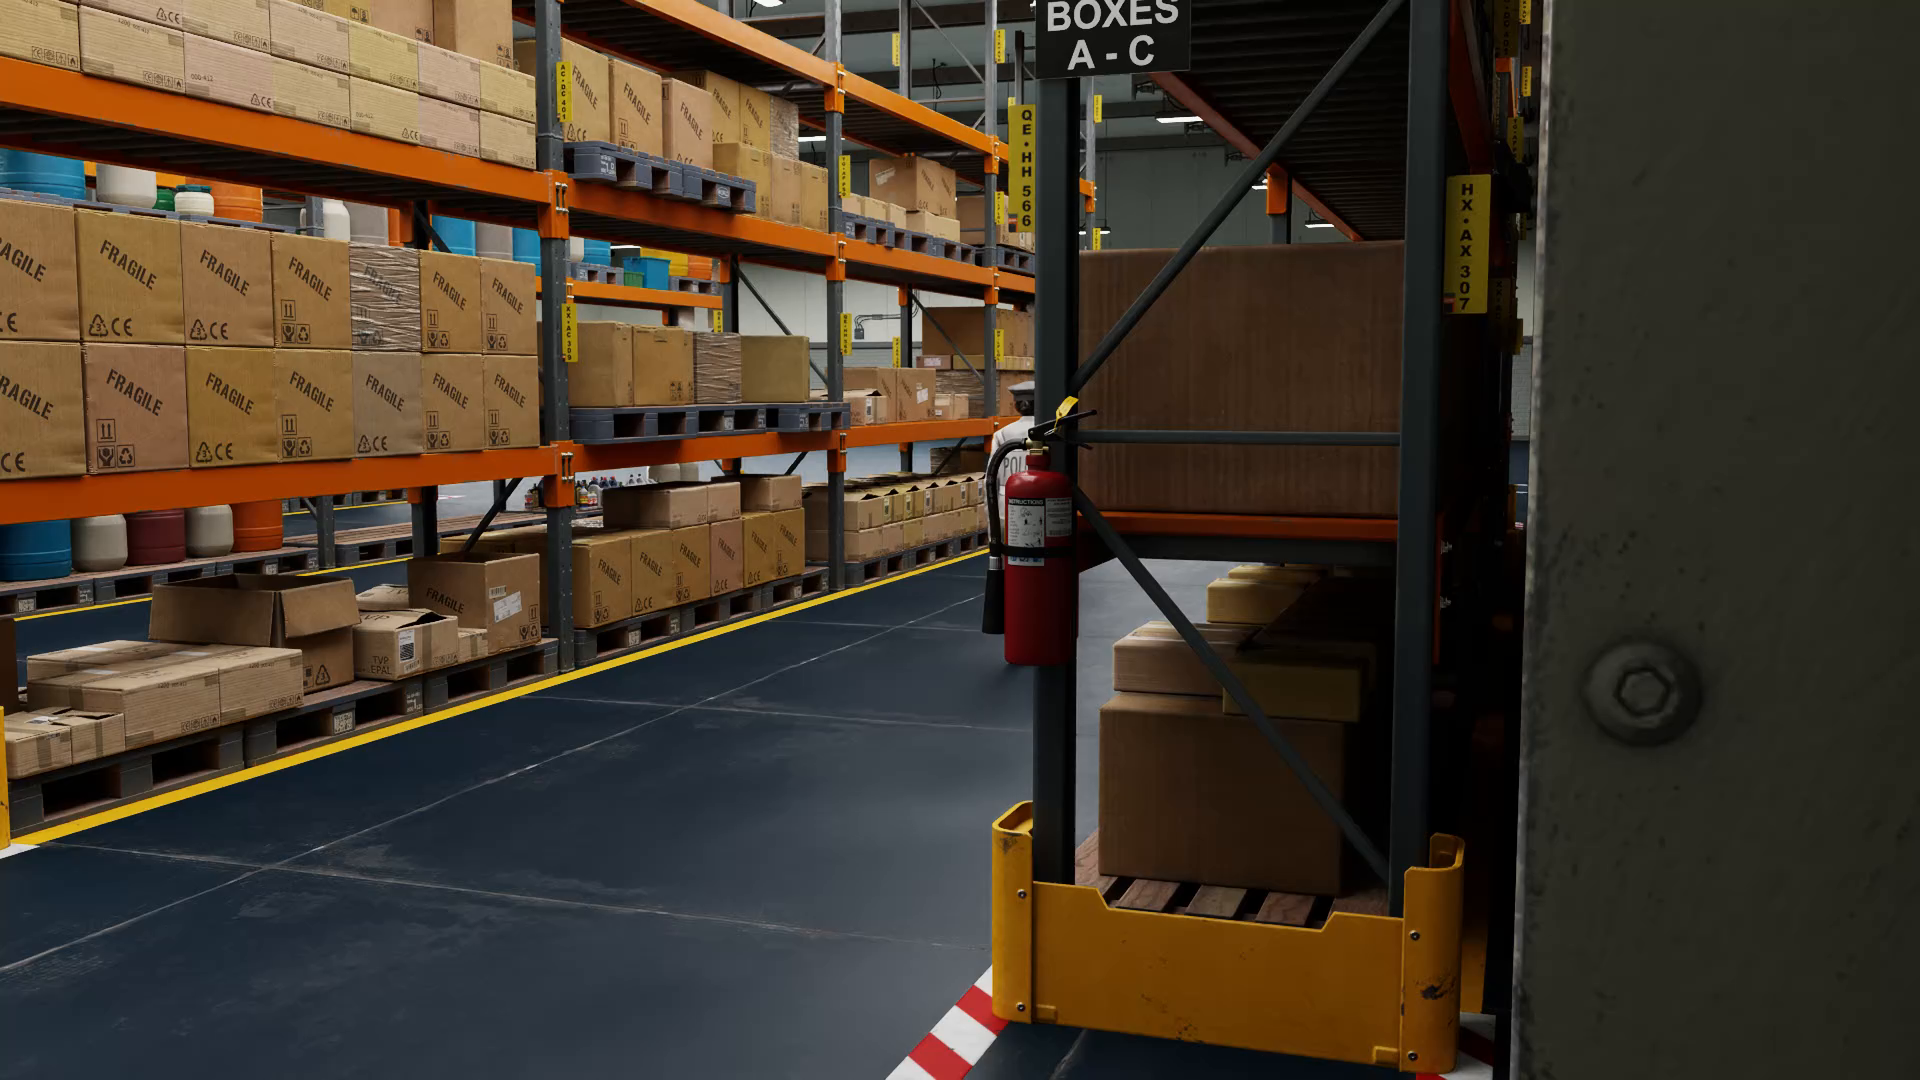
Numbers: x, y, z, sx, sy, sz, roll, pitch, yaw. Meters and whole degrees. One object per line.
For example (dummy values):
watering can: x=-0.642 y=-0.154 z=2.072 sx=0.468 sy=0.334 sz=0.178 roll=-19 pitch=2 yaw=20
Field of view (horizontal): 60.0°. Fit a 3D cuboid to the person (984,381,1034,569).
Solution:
person: x=0.412 y=-0.099 z=9.790 sx=0.540 sy=1.663 sz=0.405 roll=2 pitch=6 yaw=17
